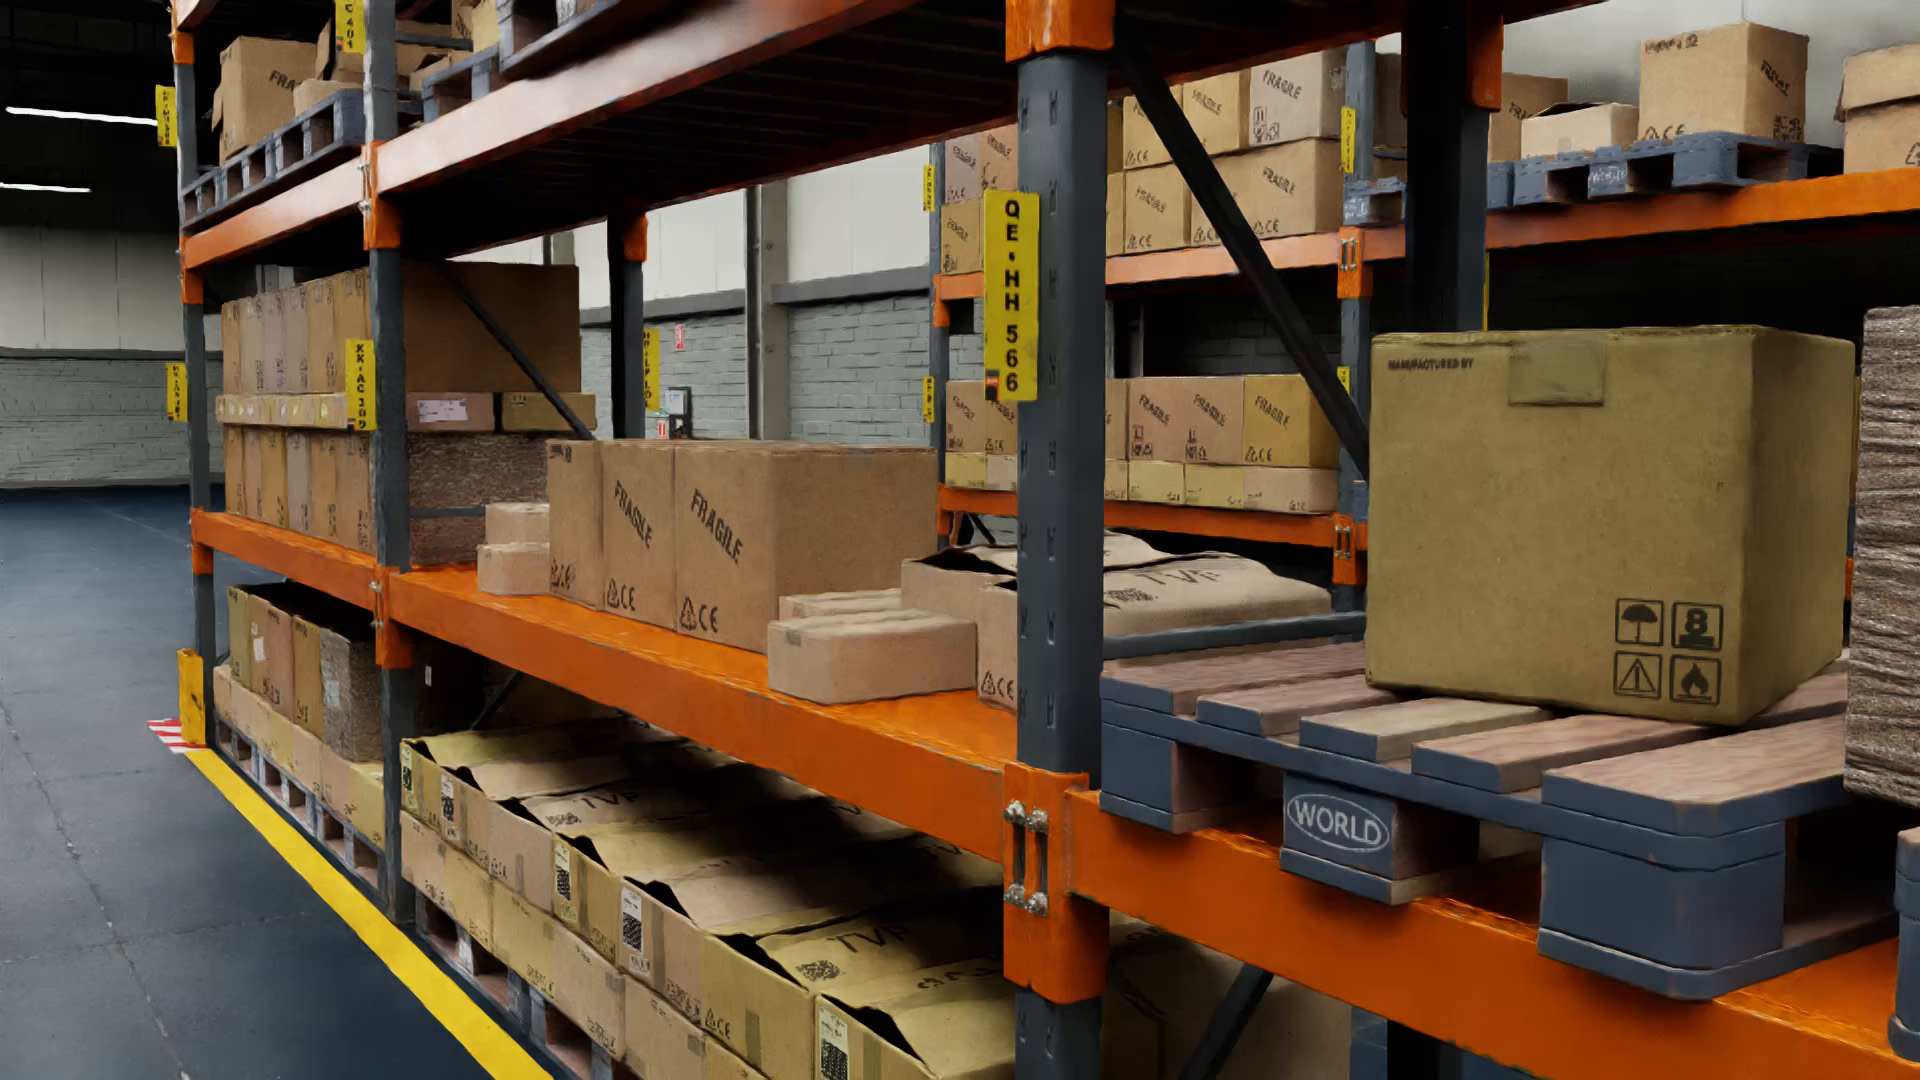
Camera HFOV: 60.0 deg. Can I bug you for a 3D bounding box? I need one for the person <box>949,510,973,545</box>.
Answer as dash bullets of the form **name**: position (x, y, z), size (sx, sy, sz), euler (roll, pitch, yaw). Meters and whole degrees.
- **person**: position (-0.066, -0.055, 13.670), size (0.454, 1.635, 0.672), euler (0, 5, -3)
